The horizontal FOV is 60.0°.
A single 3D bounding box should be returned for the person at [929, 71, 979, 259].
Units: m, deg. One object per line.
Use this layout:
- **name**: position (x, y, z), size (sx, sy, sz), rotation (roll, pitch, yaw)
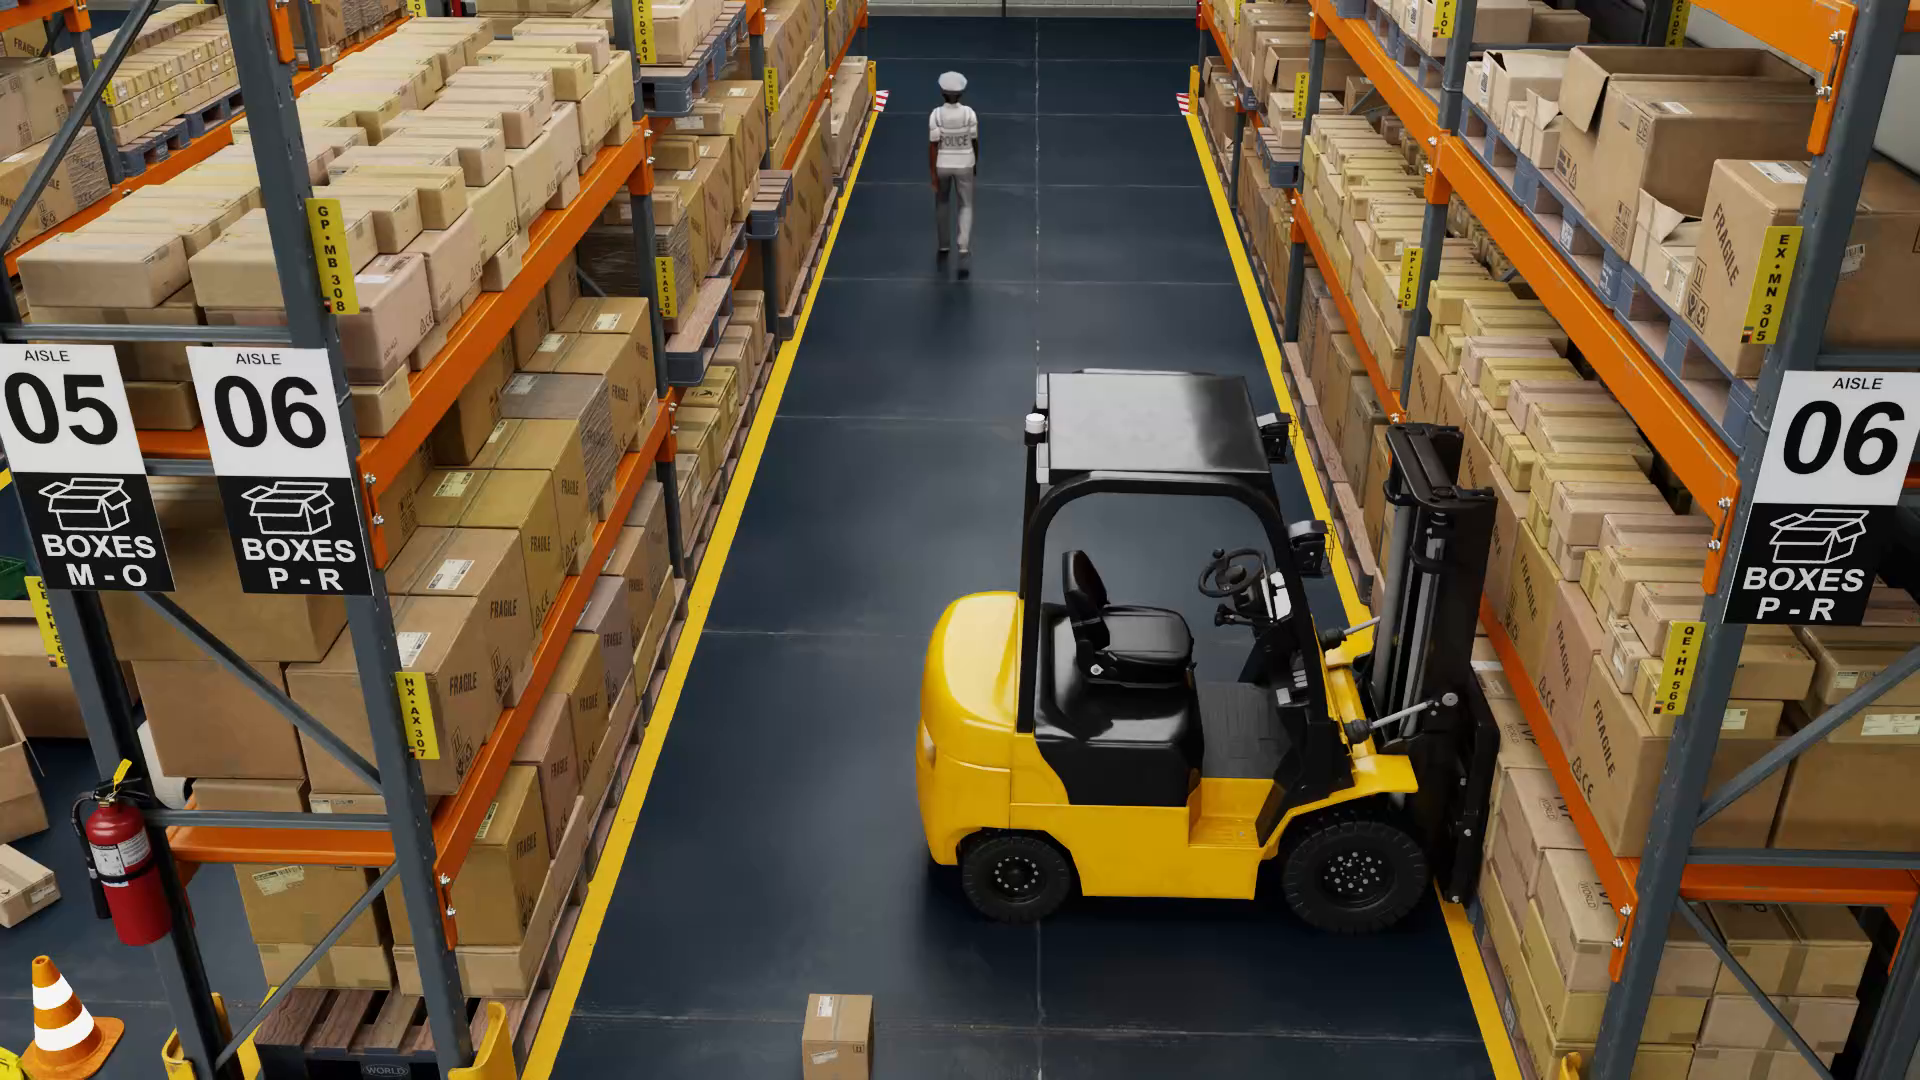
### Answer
- **person**: position (-0.056, -3.310, 14.760), size (0.441, 1.653, 0.891), rotation (0, 28, 0)
